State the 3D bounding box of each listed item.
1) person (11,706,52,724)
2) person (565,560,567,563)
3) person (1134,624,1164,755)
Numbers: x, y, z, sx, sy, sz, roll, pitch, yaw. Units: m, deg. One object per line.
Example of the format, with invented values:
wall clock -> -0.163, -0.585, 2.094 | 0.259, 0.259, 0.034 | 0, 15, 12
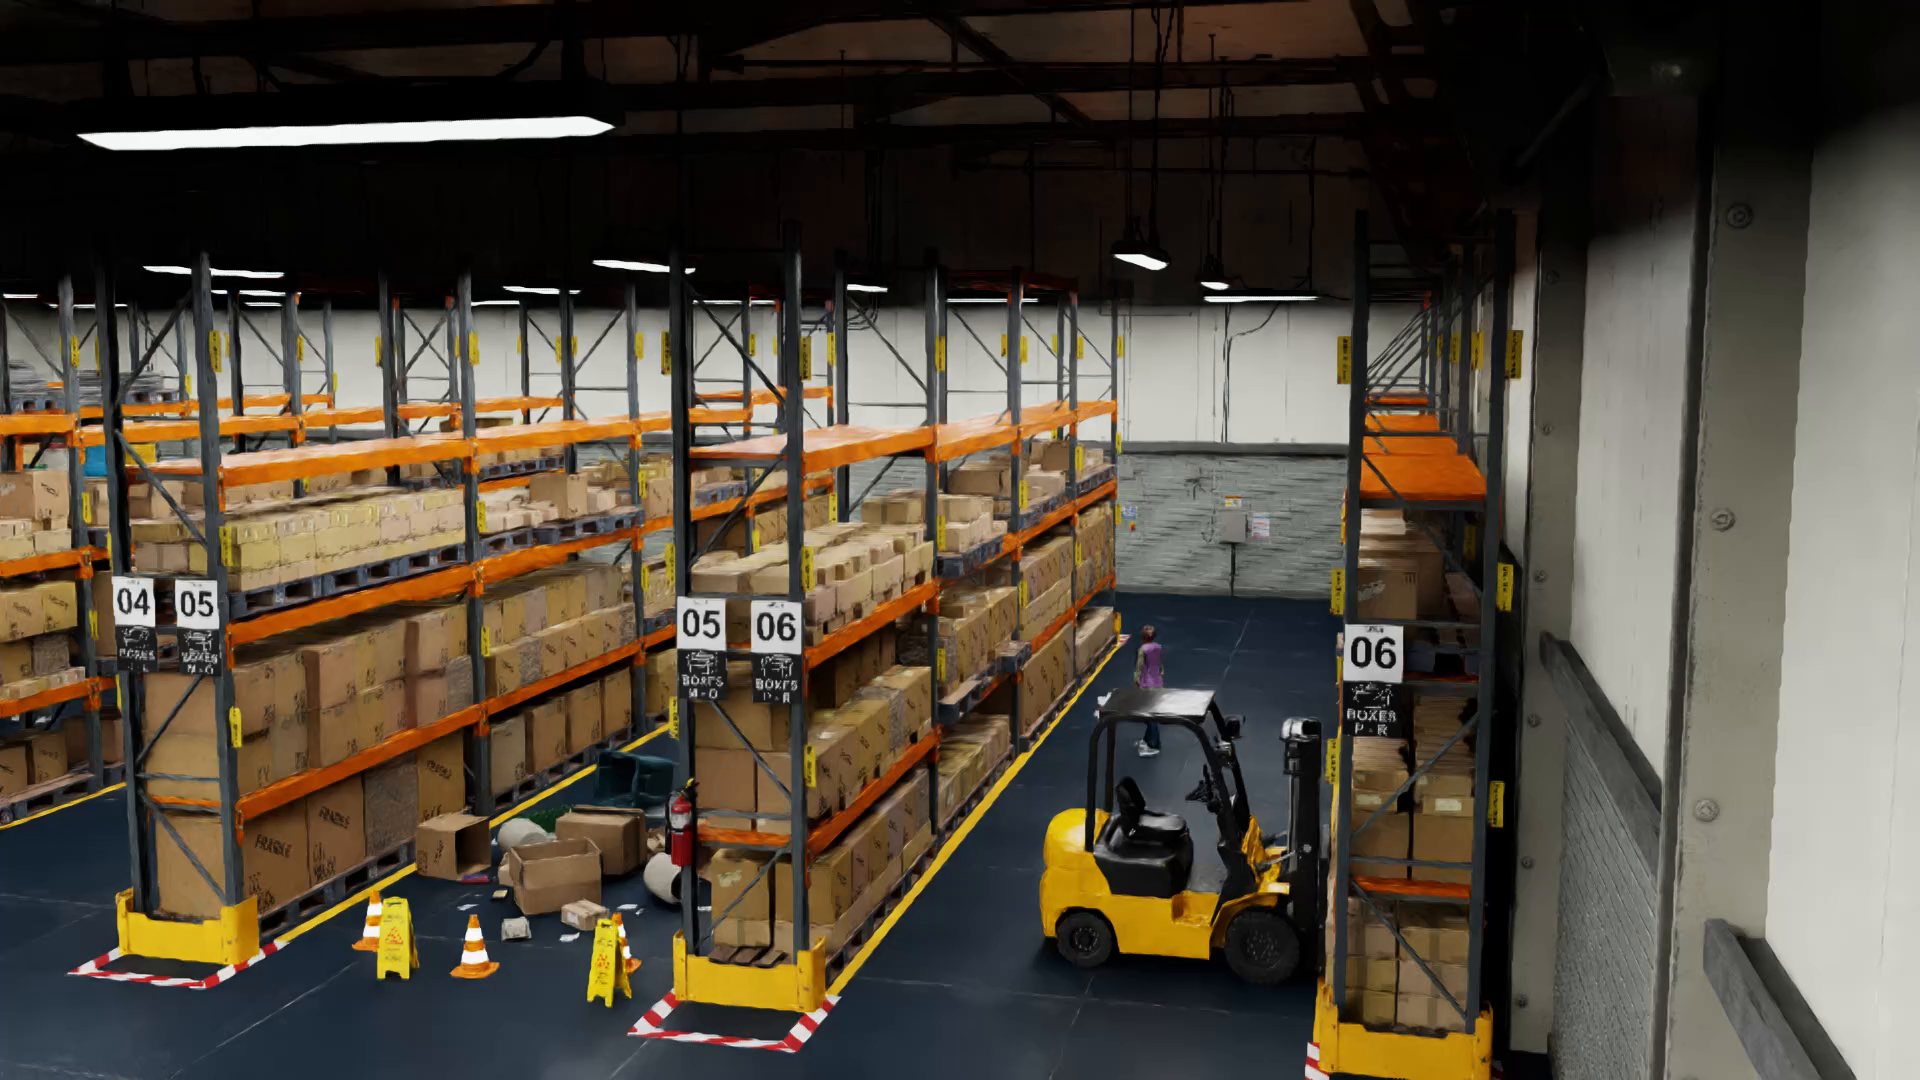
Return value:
person -> -12.495, 1.664, 22.248 | 0.580, 1.618, 0.507 | 2, 7, 12
person -> -6.286, 1.088, 27.065 | 0.626, 1.594, 0.513 | 1, 7, 11
person -> 2.339, 1.842, 20.722 | 0.527, 1.592, 0.522 | 7, 10, 44
